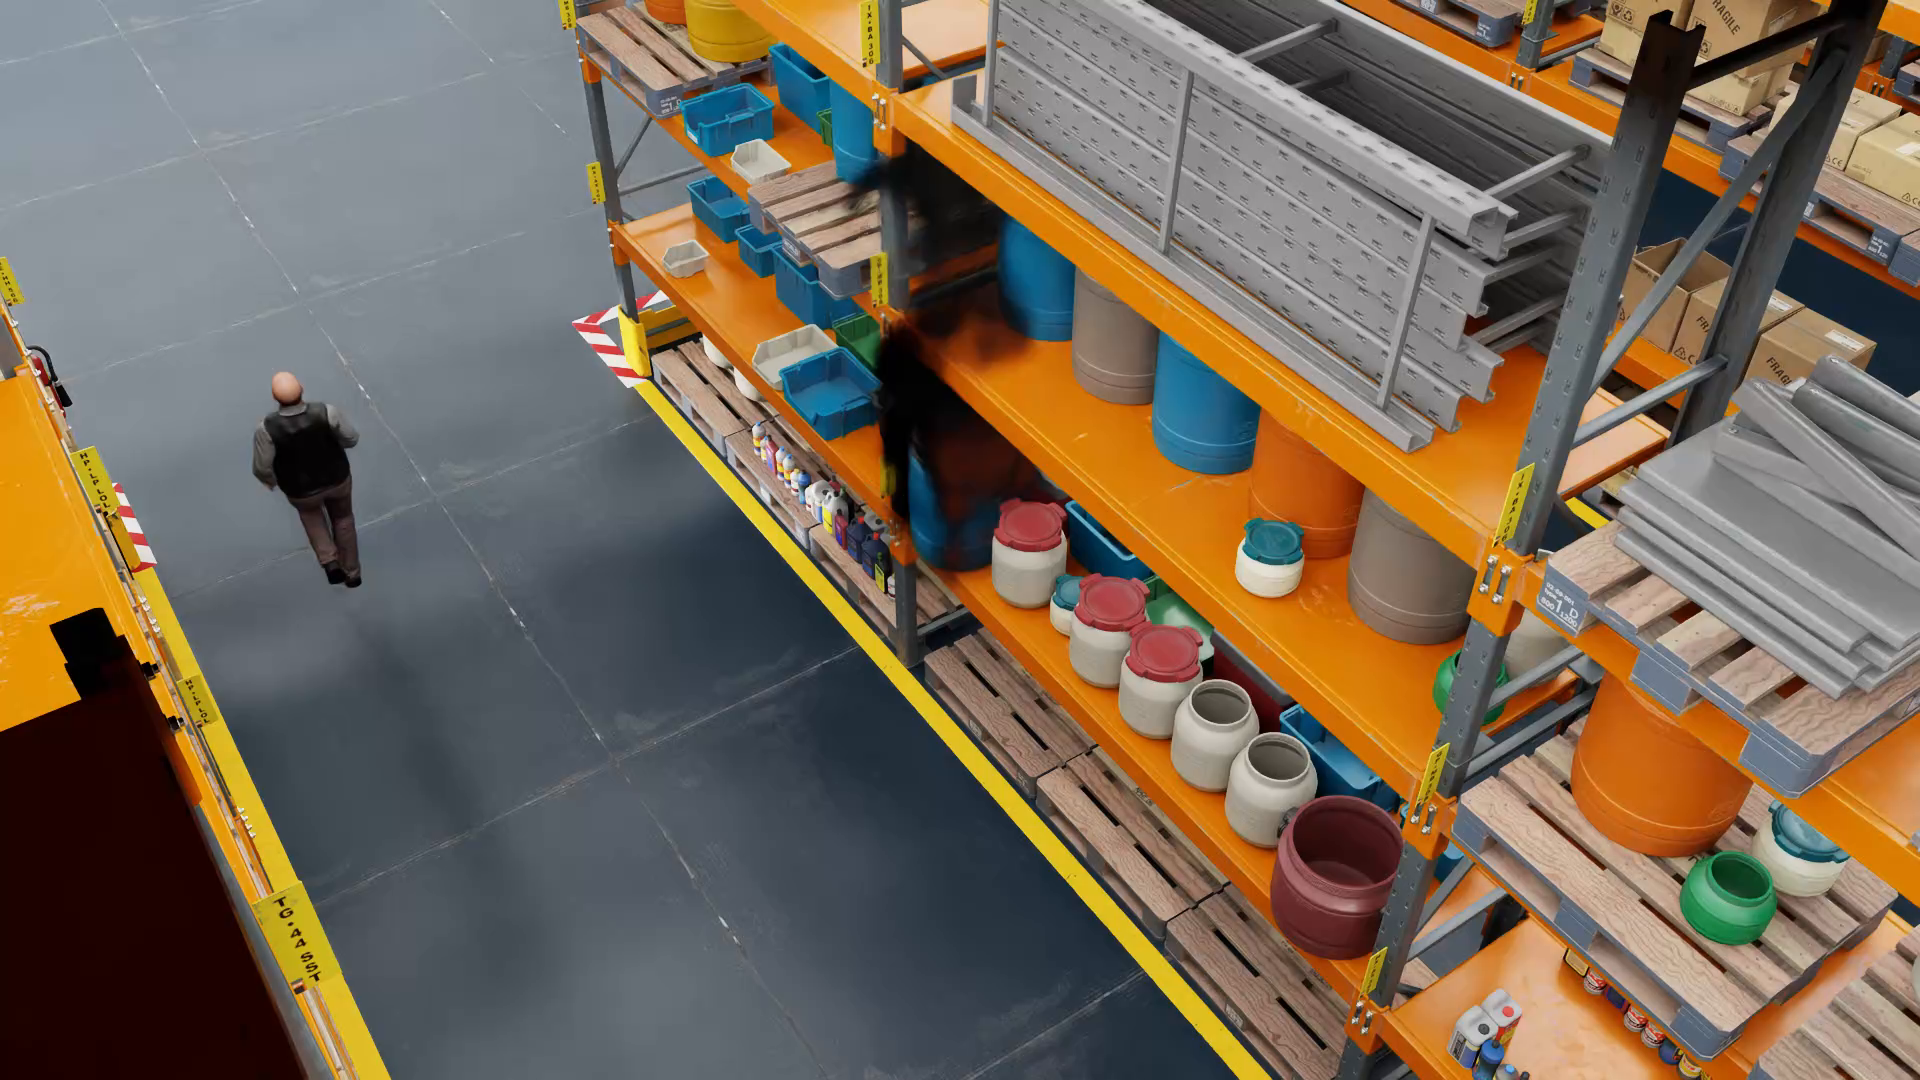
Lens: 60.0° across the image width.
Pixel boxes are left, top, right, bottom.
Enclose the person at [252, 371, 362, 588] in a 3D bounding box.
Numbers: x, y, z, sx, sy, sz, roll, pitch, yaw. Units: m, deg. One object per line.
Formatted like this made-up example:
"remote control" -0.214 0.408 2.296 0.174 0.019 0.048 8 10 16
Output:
"person" -4.092 -0.396 10.531 0.659 1.693 0.527 -21 46 -21
